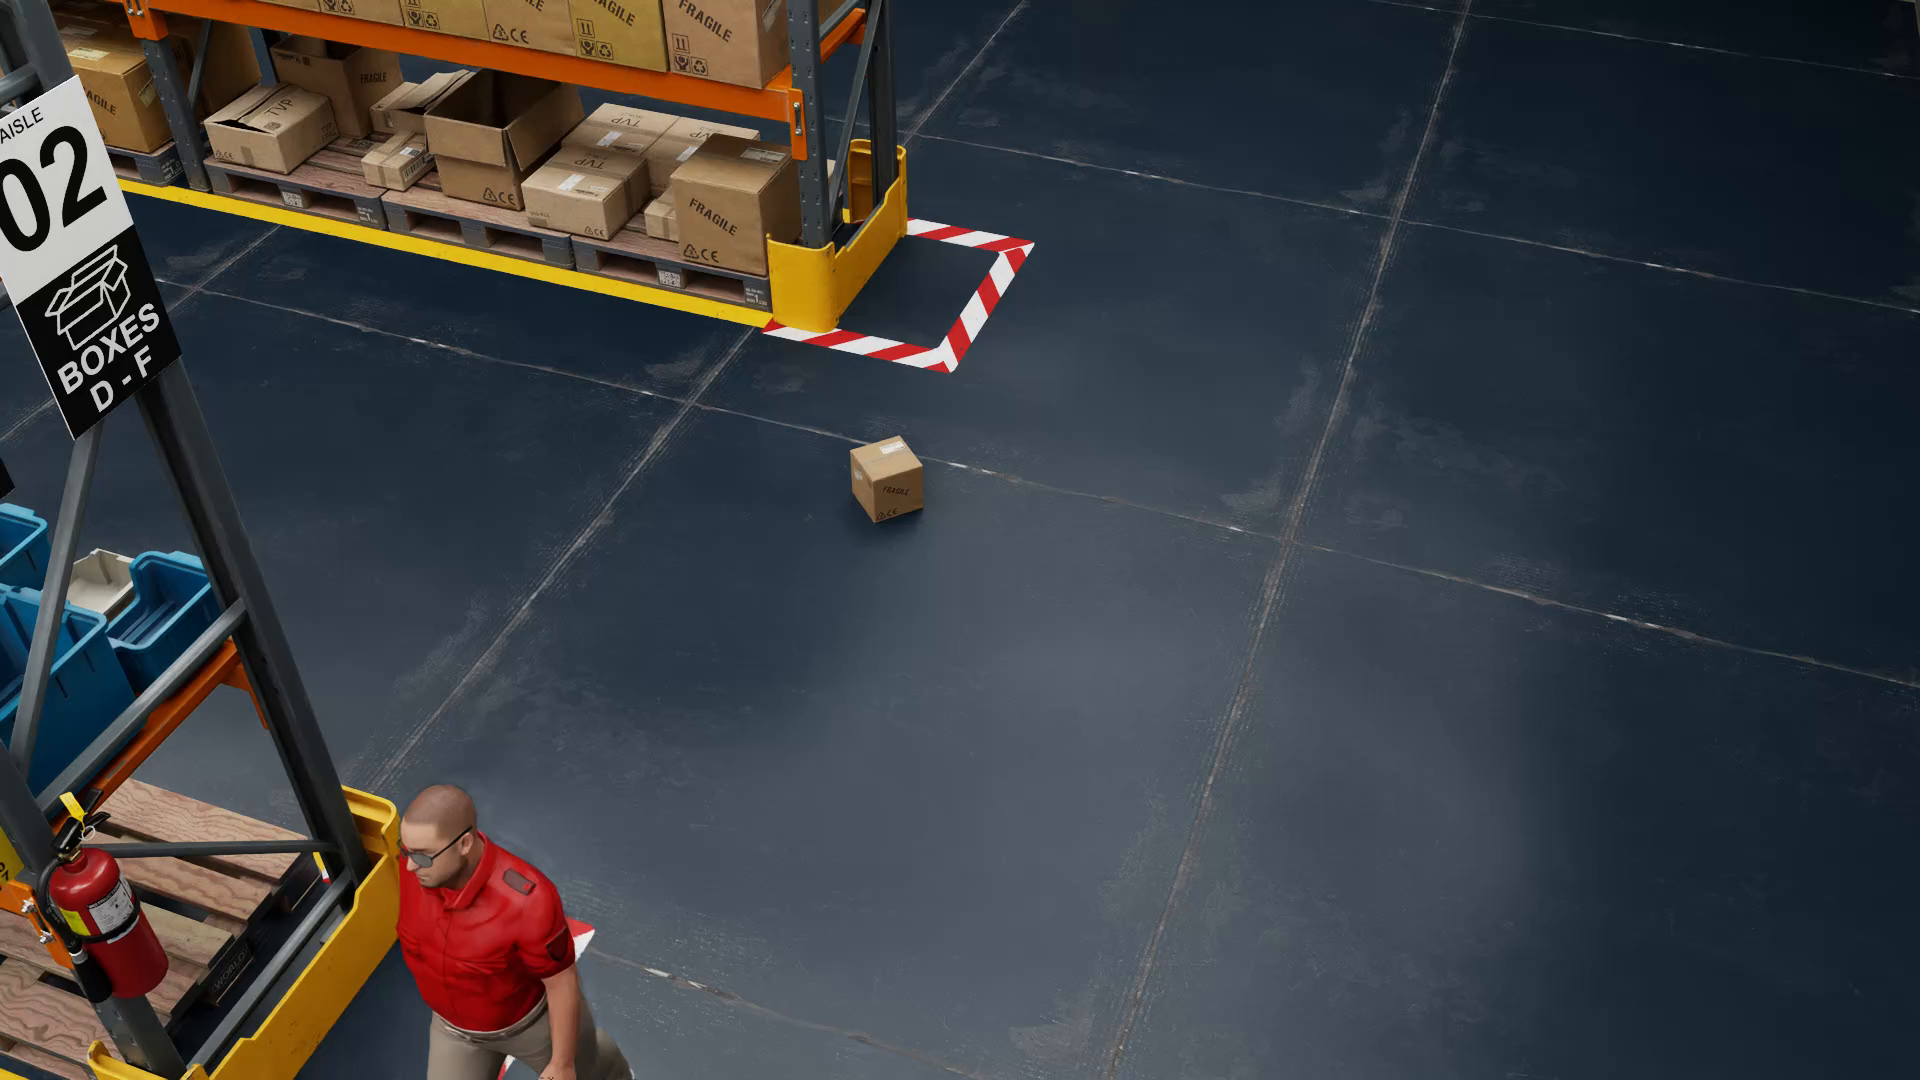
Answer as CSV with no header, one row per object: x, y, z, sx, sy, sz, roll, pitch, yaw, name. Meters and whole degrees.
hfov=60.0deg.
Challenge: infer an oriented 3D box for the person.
-1.301,1.347,4.618,0.413,1.544,0.516,15,43,17,person
